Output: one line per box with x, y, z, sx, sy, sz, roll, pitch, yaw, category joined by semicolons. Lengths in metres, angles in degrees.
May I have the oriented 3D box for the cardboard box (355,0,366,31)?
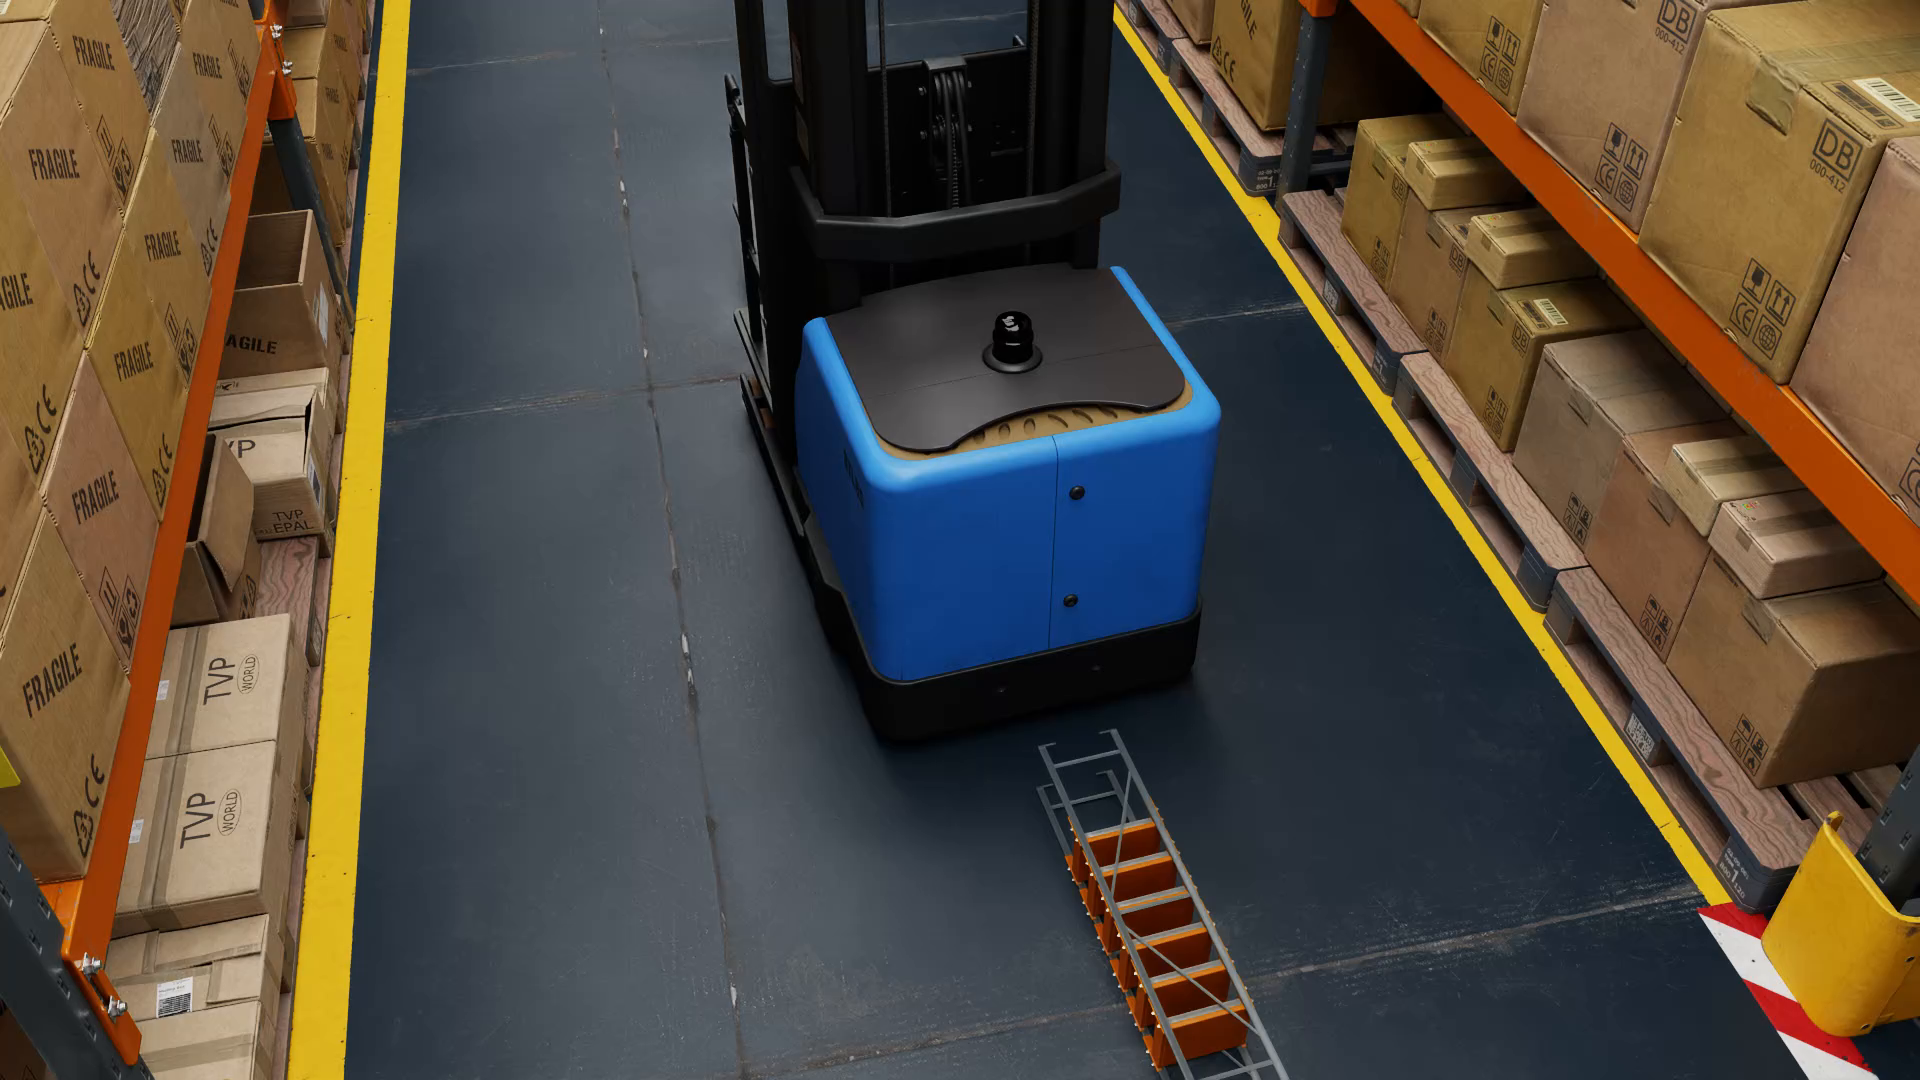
-3.257;-2.832;8.233;0.500;0.500;0.500;-10;43;-11;cardboard box

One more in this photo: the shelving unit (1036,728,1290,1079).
0.513;1.025;4.448;0.258;0.189;1.200;-11;43;-13;shelving unit

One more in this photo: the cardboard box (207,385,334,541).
-2.375;-0.262;5.480;0.500;0.311;0.500;-8;42;-9;cardboard box

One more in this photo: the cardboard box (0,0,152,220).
-2.245;-1.054;3.849;0.500;0.500;0.500;-9;42;-10;cardboard box

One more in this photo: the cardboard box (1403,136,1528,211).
1.857;-1.347;6.086;0.380;0.149;0.250;-7;42;-8;cardboard box

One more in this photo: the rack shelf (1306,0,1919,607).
2.331;-1.065;5.232;1.077;0.370;4.000;-8;42;-9;rack shelf

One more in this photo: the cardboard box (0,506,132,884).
-1.911;0.312;3.064;0.500;0.500;0.500;-8;42;-8;cardboard box

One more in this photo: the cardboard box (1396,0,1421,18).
2.001;-2.388;5.955;0.980;0.700;0.700;-8;42;-9;cardboard box

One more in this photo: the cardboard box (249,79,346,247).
-2.803;-1.496;6.727;0.500;0.500;0.500;-10;43;-11;cardboard box

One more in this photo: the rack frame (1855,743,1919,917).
2.763;-0.037;3.533;1.000;3.000;0.127;-8;42;-9;rack frame

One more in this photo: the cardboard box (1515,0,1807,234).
2.320;-1.444;4.891;0.980;0.700;0.700;-10;43;-11;cardboard box

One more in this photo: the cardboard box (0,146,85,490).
-2.032;-0.400;3.112;0.500;0.500;0.500;-8;42;-9;cardboard box

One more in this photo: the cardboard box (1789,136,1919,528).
2.643;-0.479;3.804;0.980;0.700;0.700;-7;42;-7;cardboard box

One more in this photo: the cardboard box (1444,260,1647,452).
2.175;-0.694;5.839;0.700;0.500;0.500;-7;42;-8;cardboard box

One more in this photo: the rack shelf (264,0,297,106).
-3.368;-2.945;7.350;1.077;0.370;4.000;-8;42;-9;rack shelf

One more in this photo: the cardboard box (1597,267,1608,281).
2.350;-1.042;5.742;0.380;0.149;0.250;-8;42;-9;cardboard box

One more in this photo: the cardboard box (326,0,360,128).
-3.029;-2.165;7.481;0.500;0.500;0.500;-8;42;-9;cardboard box

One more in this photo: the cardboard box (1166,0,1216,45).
1.438;-2.962;8.130;0.750;0.750;0.750;-7;42;-8;cardboard box

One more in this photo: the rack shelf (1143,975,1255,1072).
0.604;1.227;4.223;0.258;0.180;0.103;-11;43;-13;rack shelf

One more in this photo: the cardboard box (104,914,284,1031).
-1.882;1.087;4.068;0.380;0.166;0.250;-8;42;-9;cardboard box

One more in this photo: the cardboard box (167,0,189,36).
-2.461;-1.707;4.585;0.500;0.500;0.500;-9;42;-10;cardboard box

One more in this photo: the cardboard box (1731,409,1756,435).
2.573;-0.380;4.996;0.380;0.149;0.250;-8;42;-9;cardboard box

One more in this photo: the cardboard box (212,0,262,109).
-2.578;-1.668;5.294;0.500;0.500;0.500;-8;42;-9;cardboard box

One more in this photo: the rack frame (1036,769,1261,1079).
0.513;1.093;4.509;0.240;0.006;1.200;-11;43;-13;rack frame

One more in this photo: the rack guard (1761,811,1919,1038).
2.768;0.913;4.345;1.175;0.500;0.348;-8;42;-9;rack guard

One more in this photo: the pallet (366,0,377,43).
-3.676;-2.978;8.946;1.003;0.211;1.213;-8;42;-9;pallet

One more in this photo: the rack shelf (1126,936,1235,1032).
0.569;1.150;4.309;0.258;0.180;0.103;-11;43;-13;rack shelf

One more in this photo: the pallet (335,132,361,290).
-3.149;-1.397;7.165;1.003;0.211;1.213;-8;42;-9;pallet

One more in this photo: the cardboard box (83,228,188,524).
-2.133;-0.347;3.806;0.500;0.500;0.500;-8;42;-9;cardboard box

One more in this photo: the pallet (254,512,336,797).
-2.522;0.363;5.183;1.003;0.211;1.213;-8;42;-9;pallet

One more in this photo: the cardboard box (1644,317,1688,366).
2.461;-0.711;5.369;0.380;0.149;0.250;-8;42;-9;cardboard box

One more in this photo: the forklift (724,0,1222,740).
-0.185;-1.491;5.221;1.130;2.935;3.031;-12;43;-13;forklift

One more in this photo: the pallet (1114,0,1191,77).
1.393;-2.869;8.823;1.003;0.211;1.213;-8;42;-9;pallet

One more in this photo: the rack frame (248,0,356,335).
-2.936;-1.918;5.651;1.000;3.000;0.127;-8;42;-9;rack frame

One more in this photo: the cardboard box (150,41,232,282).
-2.352;-1.001;4.543;0.500;0.500;0.500;-7;42;-8;cardboard box

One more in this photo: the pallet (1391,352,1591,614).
2.254;-0.291;5.919;1.003;0.211;1.213;-8;42;-9;pallet

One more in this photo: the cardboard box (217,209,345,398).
-2.537;-0.819;5.965;0.500;0.500;0.500;-8;42;-9;cardboard box

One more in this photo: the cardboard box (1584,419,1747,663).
2.406;-0.023;5.083;0.700;0.500;0.500;-8;42;-9;cardboard box

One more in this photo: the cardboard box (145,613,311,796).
-2.129;0.497;4.670;0.500;0.250;0.500;-8;42;-9;cardboard box

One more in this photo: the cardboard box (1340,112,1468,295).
1.961;-1.353;6.581;0.700;0.500;0.500;-8;42;-9;cardboard box

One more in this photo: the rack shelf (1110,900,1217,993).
0.535;1.073;4.394;0.258;0.180;0.103;-11;43;-13;rack shelf

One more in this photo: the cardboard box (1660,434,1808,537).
2.253;-0.164;4.753;0.380;0.149;0.250;-7;42;-8;cardboard box

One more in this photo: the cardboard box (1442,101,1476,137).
2.124;-1.718;6.504;0.380;0.149;0.250;-9;42;-10;cardboard box
